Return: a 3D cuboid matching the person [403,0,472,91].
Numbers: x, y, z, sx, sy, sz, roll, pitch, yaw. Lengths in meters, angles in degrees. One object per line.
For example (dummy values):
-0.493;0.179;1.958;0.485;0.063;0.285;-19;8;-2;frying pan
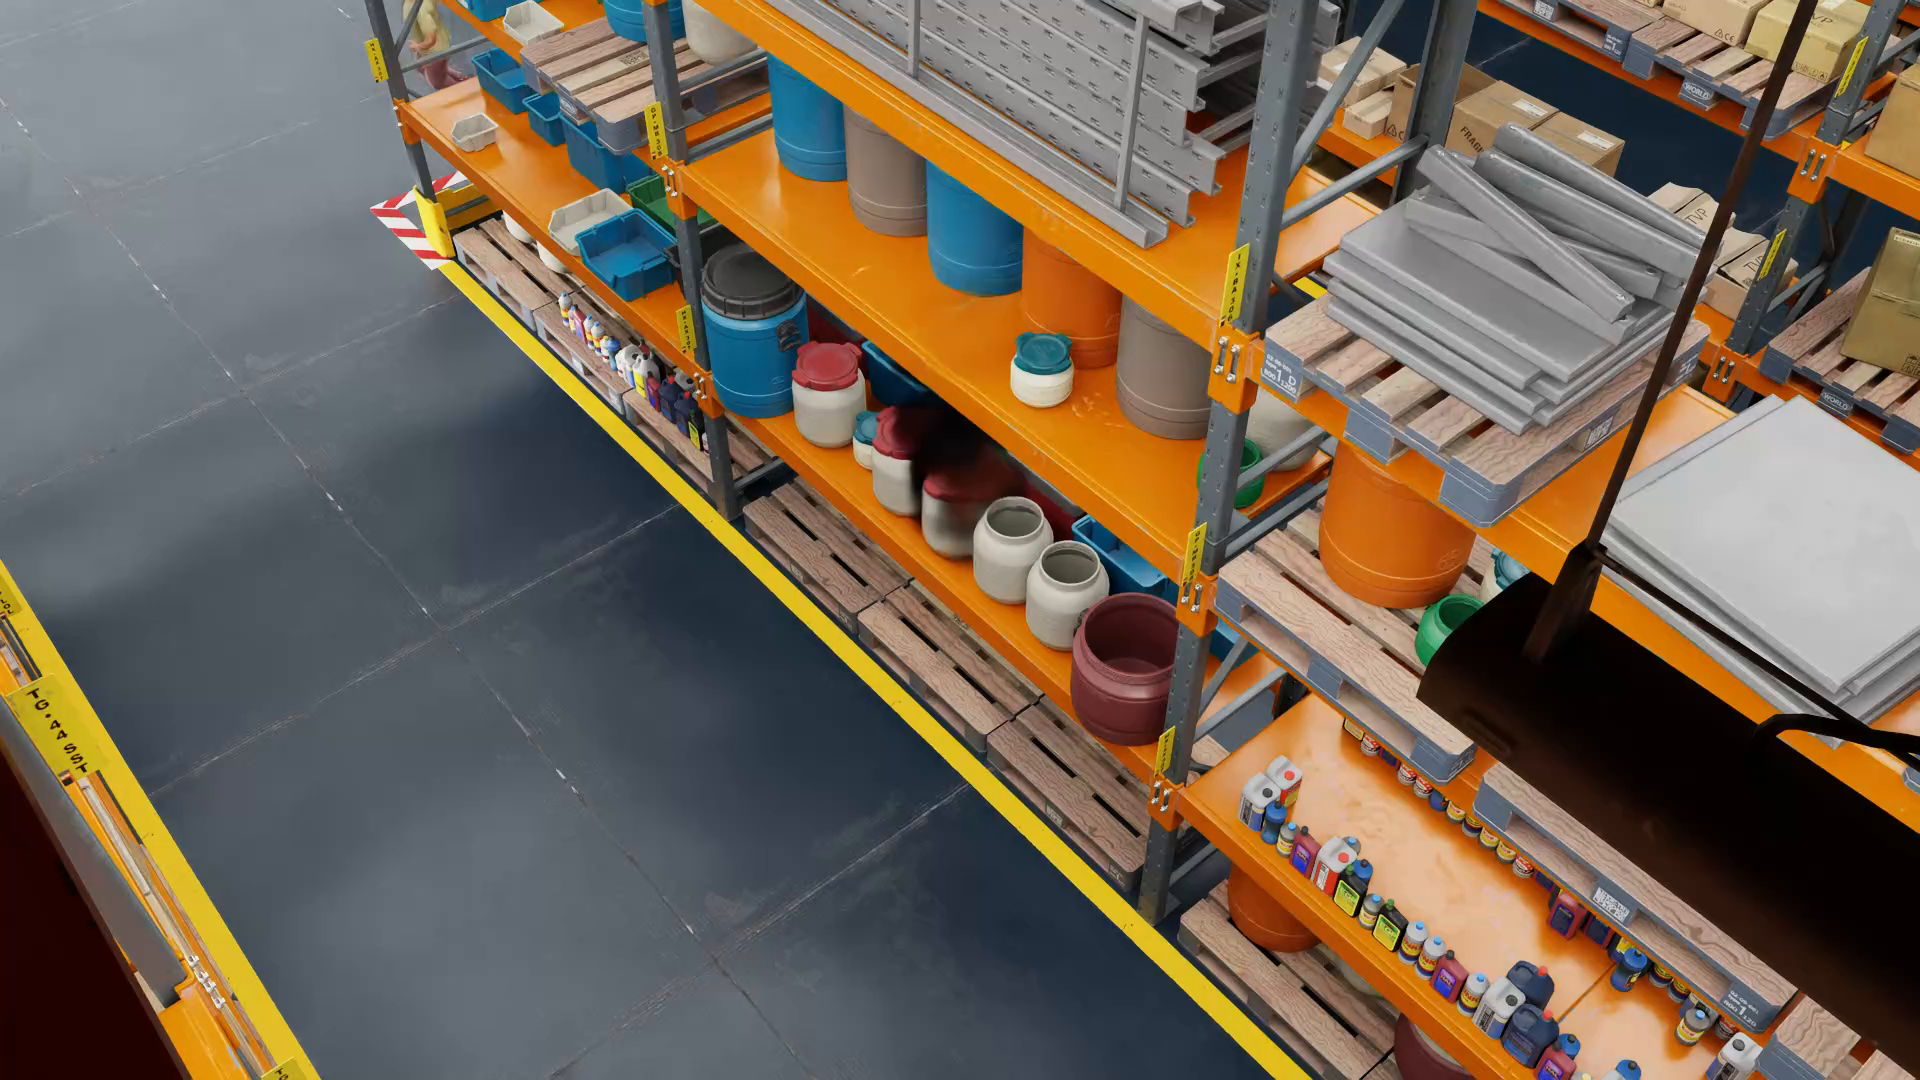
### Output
-4.379;-4.117;13.809;0.514;1.568;0.688;-2;47;-2;person
